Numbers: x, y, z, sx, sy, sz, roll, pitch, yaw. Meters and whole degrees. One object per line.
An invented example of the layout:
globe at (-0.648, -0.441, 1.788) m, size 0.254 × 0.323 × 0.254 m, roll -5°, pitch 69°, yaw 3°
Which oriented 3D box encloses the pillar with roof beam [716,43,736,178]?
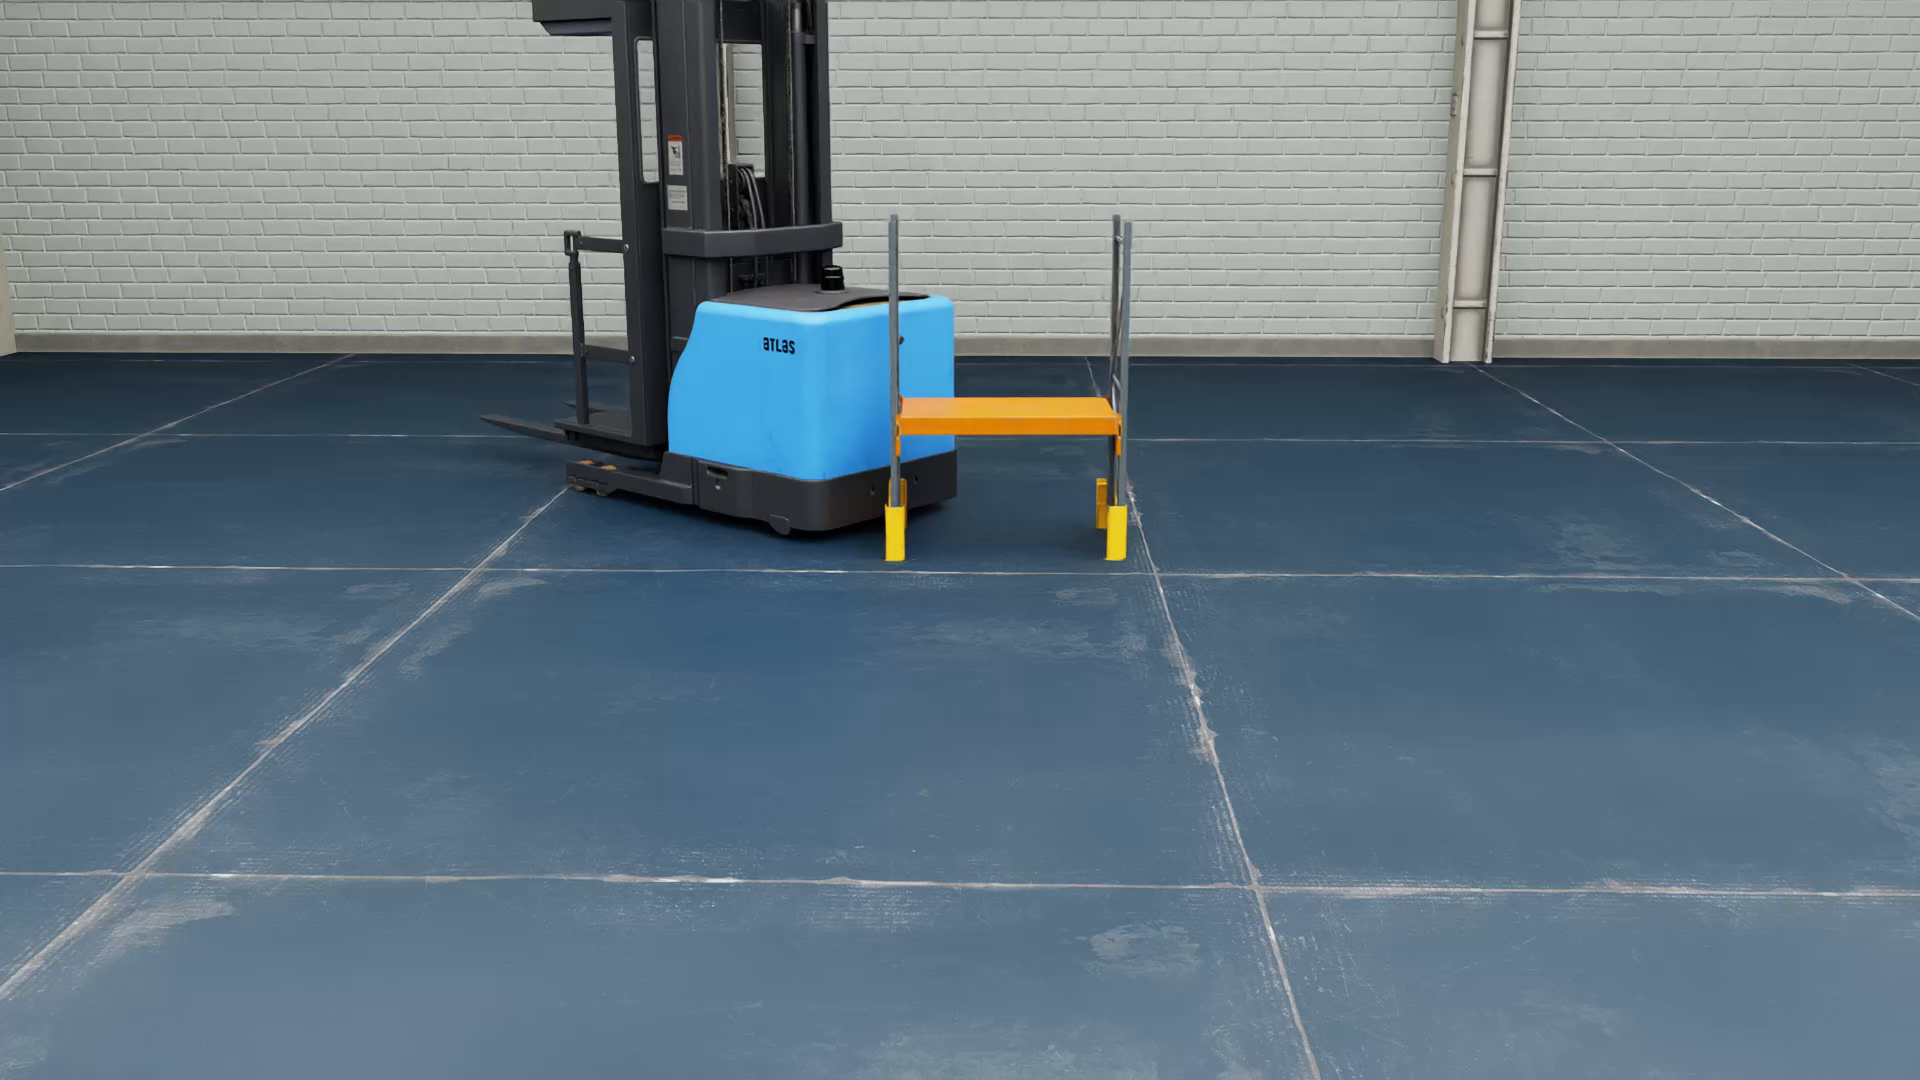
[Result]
pillar with roof beam at (-2.092, -4.734, 8.145) m, size 0.400 × 9.000 × 9.100 m, roll 0°, pitch 15°, yaw 1°

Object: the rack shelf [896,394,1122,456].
rack shelf at (0.212, -0.530, 7.613) m, size 1.000 × 0.185 × 0.538 m, roll 0°, pitch 15°, yaw -1°

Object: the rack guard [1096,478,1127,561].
rack guard at (0.701, -0.101, 7.733) m, size 0.087 × 0.250 × 0.587 m, roll 0°, pitch 15°, yaw -1°

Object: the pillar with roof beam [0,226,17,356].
pillar with roof beam at (-8.090, -4.773, 8.293) m, size 0.400 × 9.000 × 9.100 m, roll 0°, pitch 15°, yaw 1°

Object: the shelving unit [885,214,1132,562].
shelving unit at (0.203, -0.704, 7.567) m, size 1.083 × 1.500 × 0.587 m, roll 0°, pitch 15°, yaw -1°

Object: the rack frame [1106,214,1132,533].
rack frame at (0.721, -0.706, 7.574) m, size 0.032 × 1.500 × 0.500 m, roll 0°, pitch 15°, yaw -1°

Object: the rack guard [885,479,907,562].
rack guard at (-0.295, -0.098, 7.720) m, size 0.087 × 0.250 × 0.587 m, roll 0°, pitch 15°, yaw -1°

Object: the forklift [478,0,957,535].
forklift at (-1.454, -1.731, 8.657) m, size 3.031 × 2.935 × 1.130 m, roll 13°, pitch 19°, yaw 40°

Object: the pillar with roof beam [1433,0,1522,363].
pillar with roof beam at (3.906, -4.695, 7.996) m, size 0.400 × 9.000 × 9.100 m, roll 0°, pitch 15°, yaw 1°

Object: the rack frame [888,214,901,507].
rack frame at (-0.296, -0.702, 7.560) m, size 0.032 × 1.500 × 0.500 m, roll 0°, pitch 15°, yaw -1°
